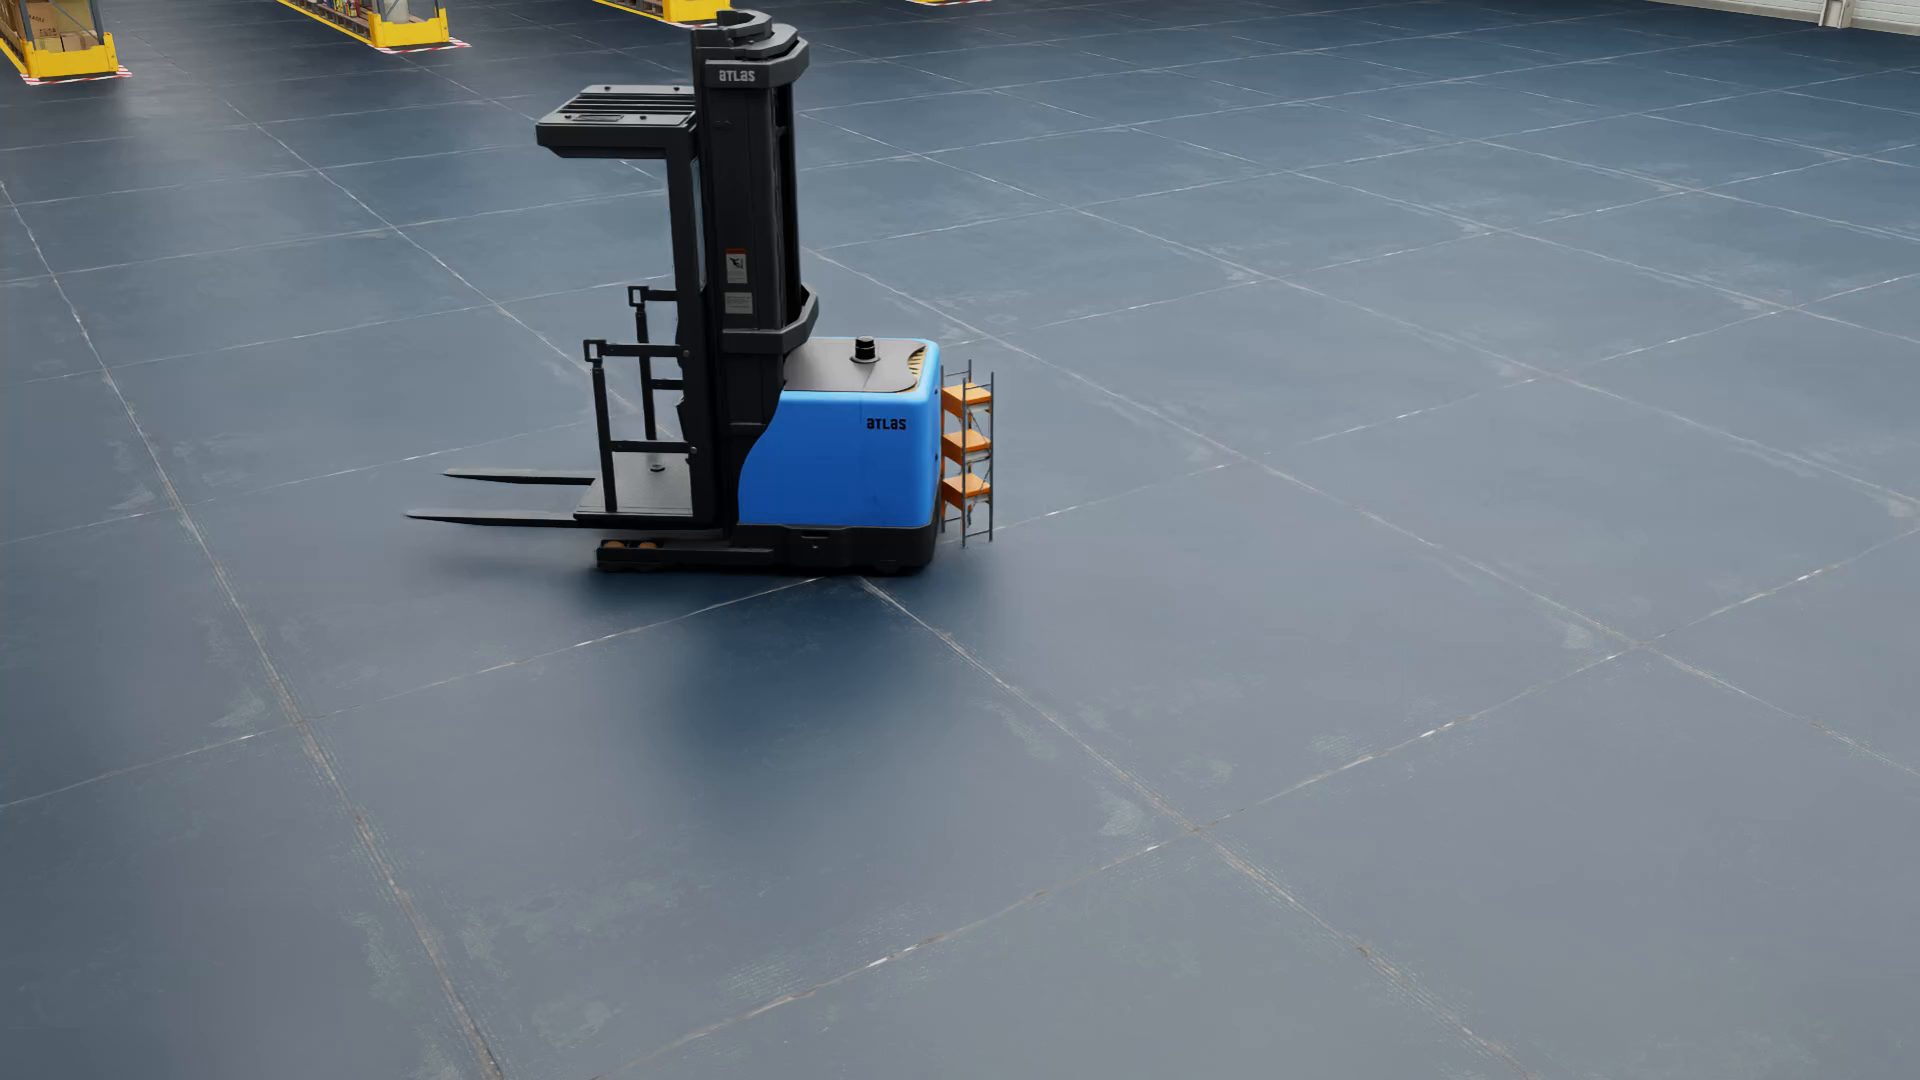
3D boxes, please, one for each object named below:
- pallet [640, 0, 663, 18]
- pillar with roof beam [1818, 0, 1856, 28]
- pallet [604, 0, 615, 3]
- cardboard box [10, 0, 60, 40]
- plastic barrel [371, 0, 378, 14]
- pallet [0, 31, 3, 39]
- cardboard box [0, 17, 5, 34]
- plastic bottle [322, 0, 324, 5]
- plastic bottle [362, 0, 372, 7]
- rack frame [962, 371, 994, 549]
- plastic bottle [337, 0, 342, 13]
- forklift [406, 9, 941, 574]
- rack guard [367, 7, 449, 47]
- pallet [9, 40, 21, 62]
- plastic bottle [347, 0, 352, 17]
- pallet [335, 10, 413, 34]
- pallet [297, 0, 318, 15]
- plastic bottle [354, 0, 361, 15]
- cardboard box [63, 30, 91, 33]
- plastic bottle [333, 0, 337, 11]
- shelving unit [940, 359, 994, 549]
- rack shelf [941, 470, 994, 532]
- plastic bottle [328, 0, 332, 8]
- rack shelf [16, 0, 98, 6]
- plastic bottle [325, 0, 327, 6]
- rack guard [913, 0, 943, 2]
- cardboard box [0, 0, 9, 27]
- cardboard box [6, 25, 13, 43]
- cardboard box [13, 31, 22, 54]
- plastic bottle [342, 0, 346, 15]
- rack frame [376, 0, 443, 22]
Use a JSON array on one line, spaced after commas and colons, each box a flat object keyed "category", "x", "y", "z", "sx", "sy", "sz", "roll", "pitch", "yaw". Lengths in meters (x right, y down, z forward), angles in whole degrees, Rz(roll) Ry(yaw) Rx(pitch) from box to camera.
[{"category": "pallet", "x": -5.002, "y": -9.507, "z": 29.641, "sx": 1.003, "sy": 0.211, "sz": 1.213, "roll": -16, "pitch": 29, "yaw": -30}, {"category": "pillar with roof beam", "x": 11.232, "y": -11.786, "z": 24.175, "sx": 9.100, "sy": 9.000, "sz": 0.400, "roll": -16, "pitch": 29, "yaw": -30}, {"category": "pallet", "x": -6.334, "y": -10.379, "z": 31.490, "sx": 1.003, "sy": 0.211, "sz": 1.213, "roll": -16, "pitch": 29, "yaw": -30}, {"category": "cardboard box", "x": -13.390, "y": -7.543, "z": 24.064, "sx": 0.500, "sy": 0.500, "sz": 0.500, "roll": -16, "pitch": 29, "yaw": -30}, {"category": "plastic barrel", "x": -9.393, "y": -8.749, "z": 27.192, "sx": 0.421, "sy": 0.512, "sz": 0.421, "roll": 0, "pitch": 25, "yaw": 0}, {"category": "pallet", "x": -15.467, "y": -8.559, "z": 27.632, "sx": 1.003, "sy": 0.211, "sz": 1.213, "roll": -16, "pitch": 29, "yaw": -30}, {"category": "cardboard box", "x": -14.764, "y": -8.095, "z": 26.113, "sx": 0.500, "sy": 0.250, "sz": 0.500, "roll": -16, "pitch": 29, "yaw": -30}, {"category": "plastic bottle", "x": -11.073, "y": -9.467, "z": 28.971, "sx": 0.097, "sy": 0.271, "sz": 0.097, "roll": 0, "pitch": 25, "yaw": 0}, {"category": "plastic bottle", "x": -10.292, "y": -9.410, "z": 28.845, "sx": 0.152, "sy": 0.276, "sz": 0.135, "roll": -16, "pitch": 29, "yaw": -30}, {"category": "rack frame", "x": 0.102, "y": -0.444, "z": 9.462, "sx": 0.200, "sy": 1.050, "sz": 0.008, "roll": -14, "pitch": 29, "yaw": -27}, {"category": "plastic bottle", "x": -10.452, "y": -9.114, "z": 28.131, "sx": 0.144, "sy": 0.351, "sz": 0.185, "roll": -16, "pitch": 30, "yaw": -30}, {"category": "forklift", "x": -1.644, "y": -1.367, "z": 9.213, "sx": 3.031, "sy": 2.935, "sz": 1.130, "roll": 1, "pitch": 25, "yaw": 3}, {"category": "rack guard", "x": -8.777, "y": -8.173, "z": 26.478, "sx": 1.175, "sy": 0.500, "sz": 0.348, "roll": -16, "pitch": 29, "yaw": -30}, {"category": "pallet", "x": -13.963, "y": -7.573, "z": 25.545, "sx": 1.003, "sy": 0.211, "sz": 1.213, "roll": -16, "pitch": 29, "yaw": -30}, {"category": "plastic bottle", "x": -10.145, "y": -8.850, "z": 27.651, "sx": 0.061, "sy": 0.283, "sz": 0.133, "roll": -15, "pitch": 29, "yaw": -28}, {"category": "pallet", "x": -9.878, "y": -8.770, "z": 28.081, "sx": 1.003, "sy": 0.211, "sz": 1.213, "roll": -16, "pitch": 29, "yaw": -30}, {"category": "pallet", "x": -11.341, "y": -9.729, "z": 30.112, "sx": 1.003, "sy": 0.211, "sz": 1.213, "roll": -16, "pitch": 29, "yaw": -30}, {"category": "plastic bottle", "x": -10.092, "y": -8.934, "z": 27.829, "sx": 0.061, "sy": 0.283, "sz": 0.133, "roll": -16, "pitch": 29, "yaw": -30}, {"category": "cardboard box", "x": -13.231, "y": -7.503, "z": 24.858, "sx": 0.500, "sy": 0.250, "sz": 0.500, "roll": -16, "pitch": 29, "yaw": -30}, {"category": "plastic bottle", "x": -10.629, "y": -9.167, "z": 28.322, "sx": 0.061, "sy": 0.283, "sz": 0.133, "roll": -14, "pitch": 29, "yaw": -27}, {"category": "shelving unit", "x": 0.041, "y": -0.489, "z": 9.557, "sx": 0.215, "sy": 1.050, "sz": 0.252, "roll": -14, "pitch": 29, "yaw": -27}, {"category": "rack shelf", "x": 0.041, "y": -0.228, "z": 9.680, "sx": 0.215, "sy": 0.259, "sz": 0.240, "roll": -14, "pitch": 29, "yaw": -27}, {"category": "plastic bottle", "x": -10.787, "y": -9.334, "z": 28.596, "sx": 0.144, "sy": 0.351, "sz": 0.185, "roll": -15, "pitch": 29, "yaw": -28}, {"category": "rack shelf", "x": -13.940, "y": -8.525, "z": 25.136, "sx": 1.077, "sy": 0.370, "sz": 4.000, "roll": -16, "pitch": 29, "yaw": -30}, {"category": "plastic bottle", "x": -10.962, "y": -9.363, "z": 28.832, "sx": 0.097, "sy": 0.201, "sz": 0.097, "roll": 0, "pitch": 25, "yaw": 0}, {"category": "rack guard", "x": -0.322, "y": -10.423, "z": 31.242, "sx": 1.175, "sy": 0.500, "sz": 0.348, "roll": -16, "pitch": 29, "yaw": -30}, {"category": "cardboard box", "x": -14.221, "y": -8.076, "z": 25.194, "sx": 0.500, "sy": 0.500, "sz": 0.500, "roll": -16, "pitch": 29, "yaw": -30}, {"category": "cardboard box", "x": -14.218, "y": -7.738, "z": 25.356, "sx": 0.500, "sy": 0.250, "sz": 0.500, "roll": -16, "pitch": 29, "yaw": -30}, {"category": "cardboard box", "x": -13.672, "y": -7.380, "z": 24.598, "sx": 0.500, "sy": 0.250, "sz": 0.500, "roll": -16, "pitch": 29, "yaw": -30}, {"category": "plastic bottle", "x": -10.256, "y": -8.956, "z": 27.882, "sx": 0.152, "sy": 0.276, "sz": 0.135, "roll": -16, "pitch": 30, "yaw": -31}, {"category": "rack frame", "x": -8.696, "y": -9.287, "z": 25.910, "sx": 1.000, "sy": 3.000, "sz": 0.127, "roll": -16, "pitch": 29, "yaw": -30}]
